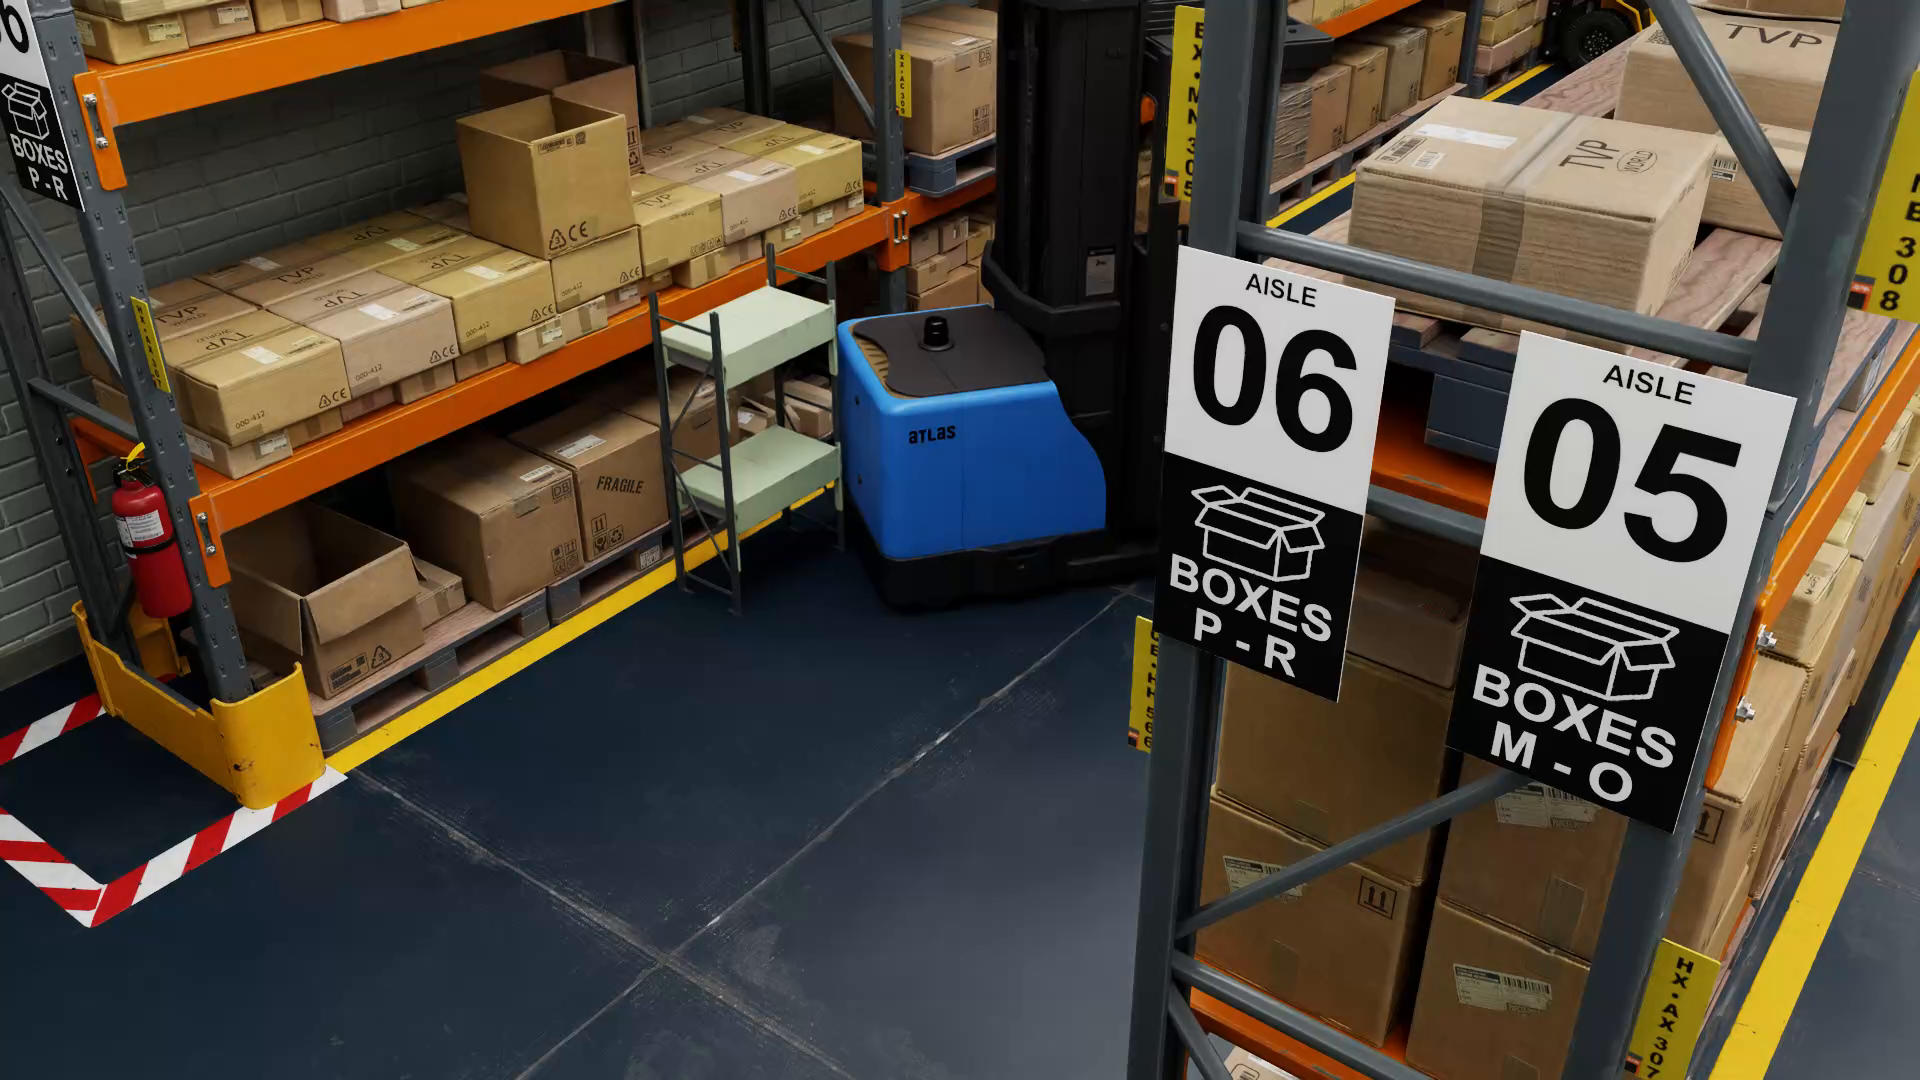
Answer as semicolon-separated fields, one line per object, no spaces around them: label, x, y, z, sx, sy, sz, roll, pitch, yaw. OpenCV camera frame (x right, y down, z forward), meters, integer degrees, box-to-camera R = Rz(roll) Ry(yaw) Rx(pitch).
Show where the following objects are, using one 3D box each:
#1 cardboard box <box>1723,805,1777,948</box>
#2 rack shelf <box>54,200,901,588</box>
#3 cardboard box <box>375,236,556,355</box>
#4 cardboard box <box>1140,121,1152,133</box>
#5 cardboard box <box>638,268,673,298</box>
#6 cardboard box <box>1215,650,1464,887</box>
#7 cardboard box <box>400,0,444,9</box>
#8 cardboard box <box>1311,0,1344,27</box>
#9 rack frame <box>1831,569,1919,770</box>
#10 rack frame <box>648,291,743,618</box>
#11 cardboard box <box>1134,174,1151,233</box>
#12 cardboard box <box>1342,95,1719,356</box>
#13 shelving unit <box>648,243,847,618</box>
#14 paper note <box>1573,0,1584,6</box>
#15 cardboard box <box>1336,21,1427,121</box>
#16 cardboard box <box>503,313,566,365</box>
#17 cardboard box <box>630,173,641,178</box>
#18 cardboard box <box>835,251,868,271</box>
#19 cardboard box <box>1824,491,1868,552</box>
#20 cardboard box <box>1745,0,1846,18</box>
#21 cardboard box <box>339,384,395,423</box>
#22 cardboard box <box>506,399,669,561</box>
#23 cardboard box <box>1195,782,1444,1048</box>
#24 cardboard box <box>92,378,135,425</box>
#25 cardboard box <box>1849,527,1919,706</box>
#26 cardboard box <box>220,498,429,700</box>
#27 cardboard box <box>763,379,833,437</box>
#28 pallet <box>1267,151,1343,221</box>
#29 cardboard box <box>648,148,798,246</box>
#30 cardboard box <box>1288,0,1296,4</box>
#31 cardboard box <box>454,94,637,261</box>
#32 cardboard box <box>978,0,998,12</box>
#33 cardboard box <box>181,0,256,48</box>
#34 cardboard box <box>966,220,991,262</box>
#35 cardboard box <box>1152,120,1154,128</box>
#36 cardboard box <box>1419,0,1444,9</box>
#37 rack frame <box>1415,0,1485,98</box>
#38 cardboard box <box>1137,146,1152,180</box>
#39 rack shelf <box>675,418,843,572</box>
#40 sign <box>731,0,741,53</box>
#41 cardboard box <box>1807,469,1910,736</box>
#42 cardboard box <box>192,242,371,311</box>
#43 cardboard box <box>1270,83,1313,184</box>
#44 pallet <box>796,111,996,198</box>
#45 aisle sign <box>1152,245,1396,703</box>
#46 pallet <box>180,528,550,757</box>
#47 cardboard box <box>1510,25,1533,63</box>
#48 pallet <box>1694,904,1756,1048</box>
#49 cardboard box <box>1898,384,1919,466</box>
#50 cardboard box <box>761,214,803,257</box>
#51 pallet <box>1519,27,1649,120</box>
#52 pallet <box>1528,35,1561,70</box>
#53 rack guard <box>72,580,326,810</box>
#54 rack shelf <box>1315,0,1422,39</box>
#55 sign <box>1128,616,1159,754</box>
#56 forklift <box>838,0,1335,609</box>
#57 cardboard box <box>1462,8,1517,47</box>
cardboard box;1.623;0.717;3.999;0.500;0.500;0.500;21;36;31
rack shelf;-1.931;-0.948;7.613;1.077;0.370;4.000;21;37;31
cardboard box;-2.042;-1.022;6.887;0.500;0.250;0.500;20;36;30
cardboard box;1.128;-2.965;11.714;0.380;0.149;0.250;23;38;34
cardboard box;-1.549;-1.248;7.661;0.380;0.149;0.250;22;37;32
cardboard box;0.923;0.339;3.657;0.500;0.500;0.500;22;37;33
cardboard box;-2.070;-2.077;6.117;0.380;0.149;0.250;21;37;31
cardboard box;2.461;-3.940;12.103;0.500;0.250;0.500;20;36;30
rack frame;3.236;-0.544;6.227;1.000;3.000;0.127;21;37;31
rack frame;-1.166;-0.353;7.375;0.400;1.500;0.023;21;37;31
cardboard box;0.983;-2.150;10.976;0.500;0.500;0.500;23;38;33
cardboard box;1.021;-0.579;2.979;0.500;0.250;0.500;18;35;27
shelving unit;-0.944;-0.501;7.625;0.431;1.500;0.755;21;37;31
paper note;1.626;-1.424;4.353;0.006;0.032;0.123;21;37;31
cardboard box;3.325;-3.953;13.895;0.875;0.625;0.625;21;36;31
cardboard box;-1.904;-0.894;7.063;0.380;0.149;0.250;20;36;30
cardboard box;-1.848;-1.601;7.864;0.500;0.250;0.500;22;37;32
cardboard box;-0.731;-1.693;9.569;0.380;0.149;0.250;20;36;29
cardboard box;1.751;-0.041;3.662;0.380;0.149;0.250;20;36;30
cardboard box;2.158;-1.249;3.865;0.500;0.500;0.500;22;37;32
cardboard box;-2.473;-0.621;6.602;0.380;0.149;0.250;21;36;31
cardboard box;-1.747;-0.289;7.835;0.500;0.500;0.500;22;37;32
cardboard box;0.902;0.761;3.926;0.500;0.500;0.500;21;37;32
cardboard box;-3.152;-0.554;6.489;0.380;0.149;0.250;21;36;31
cardboard box;2.562;0.099;5.042;0.500;0.500;0.500;21;36;31
cardboard box;-2.693;0.229;6.958;0.797;0.503;0.637;20;36;29
cardboard box;-0.826;-0.708;8.887;0.380;0.149;0.250;20;36;30
pallet;2.219;-2.819;12.800;1.003;0.211;1.213;21;37;31
cardboard box;-1.127;-1.644;7.937;0.500;0.250;0.500;21;37;31
cardboard box;2.174;-3.944;11.620;0.500;0.250;0.500;21;37;31
cardboard box;-1.744;-1.542;7.030;0.500;0.500;0.500;22;37;32
cardboard box;0.533;-2.952;9.778;0.700;0.500;0.500;21;37;31
cardboard box;-2.623;-1.800;5.649;0.380;0.149;0.250;22;37;32
cardboard box;-0.043;-1.763;9.686;0.380;0.149;0.250;19;36;29
cardboard box;1.213;-2.717;11.932;0.500;0.500;0.500;23;37;33
cardboard box;4.249;-5.010;15.066;0.500;0.250;0.500;22;37;32
rack frame;4.106;-5.322;14.289;1.000;3.000;0.127;21;37;31
cardboard box;1.065;-2.495;10.921;0.380;0.149;0.250;22;37;33
rack shelf;-0.944;-0.221;7.791;0.431;0.370;0.720;21;37;31
sign;-1.168;-2.738;8.792;0.100;0.325;0.005;21;37;31
cardboard box;1.949;0.077;4.099;0.500;0.500;0.500;21;36;31
cardboard box;-2.760;-0.986;6.827;0.500;0.250;0.500;21;37;31
cardboard box;2.079;-3.105;12.464;0.875;0.625;0.625;22;37;33
pallet;-0.154;-2.279;9.342;1.003;0.211;1.213;21;37;31
aisle sign;0.531;-0.103;2.932;0.394;0.787;0.004;21;37;31
pallet;-2.612;0.400;7.369;1.003;0.211;1.213;21;37;31
cardboard box;4.956;-4.626;15.399;0.500;0.250;0.500;20;36;30
pallet;1.979;1.438;5.616;1.003;0.211;1.213;21;37;31
cardboard box;2.226;-0.347;4.179;0.380;0.149;0.250;20;36;30
cardboard box;-0.992;-1.530;8.135;0.380;0.149;0.250;22;37;32
pallet;1.997;-0.974;4.096;1.003;0.211;1.213;21;37;31
pallet;5.355;-4.931;16.363;1.003;0.211;1.213;21;37;31
rack guard;-3.092;0.600;6.748;1.175;0.500;0.348;21;37;31
rack shelf;2.898;-4.200;13.100;1.077;0.370;4.000;21;37;31
sign;0.397;0.309;3.419;0.100;0.325;0.005;21;37;31
forklift;0.959;-1.368;7.683;3.031;2.935;1.130;-9;32;-15
cardboard box;4.644;-4.637;14.927;0.500;0.250;0.500;21;37;31
